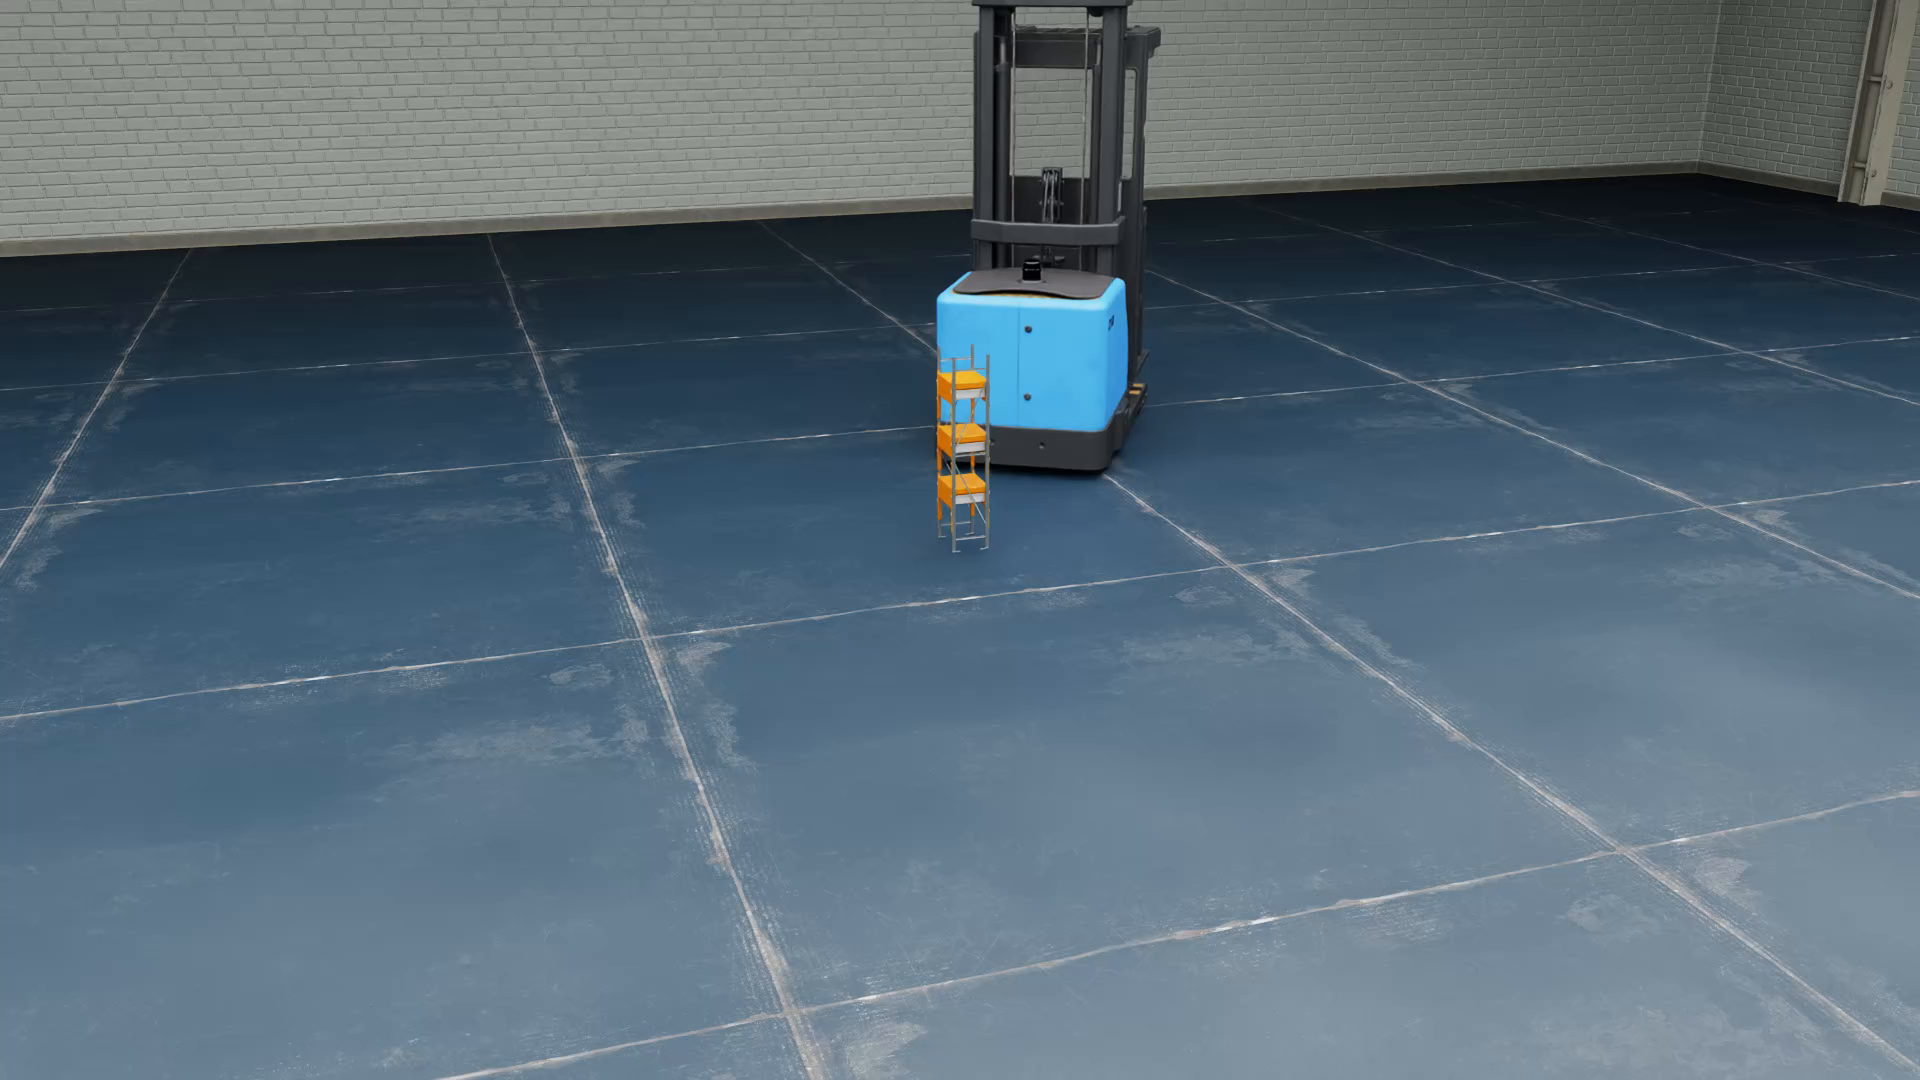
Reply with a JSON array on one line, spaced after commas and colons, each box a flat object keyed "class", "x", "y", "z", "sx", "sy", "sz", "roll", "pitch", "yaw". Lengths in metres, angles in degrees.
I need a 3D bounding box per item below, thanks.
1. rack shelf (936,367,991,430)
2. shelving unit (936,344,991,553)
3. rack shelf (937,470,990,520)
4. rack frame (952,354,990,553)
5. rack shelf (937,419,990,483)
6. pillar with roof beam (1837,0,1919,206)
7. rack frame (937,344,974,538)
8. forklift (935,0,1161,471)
[{"class": "rack shelf", "x": 0.017, "y": -0.734, "z": 8.599, "sx": 0.215, "sy": 0.259, "sz": 0.240, "roll": -6, "pitch": 21, "yaw": -17}, {"class": "shelving unit", "x": 0.017, "y": -0.477, "z": 8.691, "sx": 0.215, "sy": 1.050, "sz": 0.252, "roll": -6, "pitch": 21, "yaw": -17}, {"class": "rack shelf", "x": 0.017, "y": -0.205, "z": 8.789, "sx": 0.215, "sy": 0.259, "sz": 0.240, "roll": -6, "pitch": 21, "yaw": -17}, {"class": "rack frame", "x": 0.055, "y": -0.438, "z": 8.582, "sx": 0.200, "sy": 1.050, "sz": 0.008, "roll": -6, "pitch": 21, "yaw": -17}, {"class": "rack shelf", "x": 0.017, "y": -0.467, "z": 8.695, "sx": 0.215, "sy": 0.259, "sz": 0.240, "roll": -6, "pitch": 21, "yaw": -17}, {"class": "pillar with roof beam", "x": 6.990, "y": -7.932, "z": 17.687, "sx": 9.100, "sy": 9.000, "sz": 0.400, "roll": -6, "pitch": 21, "yaw": -17}, {"class": "rack frame", "x": -0.022, "y": -0.516, "z": 8.800, "sx": 0.200, "sy": 1.050, "sz": 0.008, "roll": -6, "pitch": 21, "yaw": -17}, {"class": "forklift", "x": 0.680, "y": -2.253, "z": 10.853, "sx": 1.130, "sy": 2.935, "sz": 3.031, "roll": 4, "pitch": 20, "yaw": 12}]
